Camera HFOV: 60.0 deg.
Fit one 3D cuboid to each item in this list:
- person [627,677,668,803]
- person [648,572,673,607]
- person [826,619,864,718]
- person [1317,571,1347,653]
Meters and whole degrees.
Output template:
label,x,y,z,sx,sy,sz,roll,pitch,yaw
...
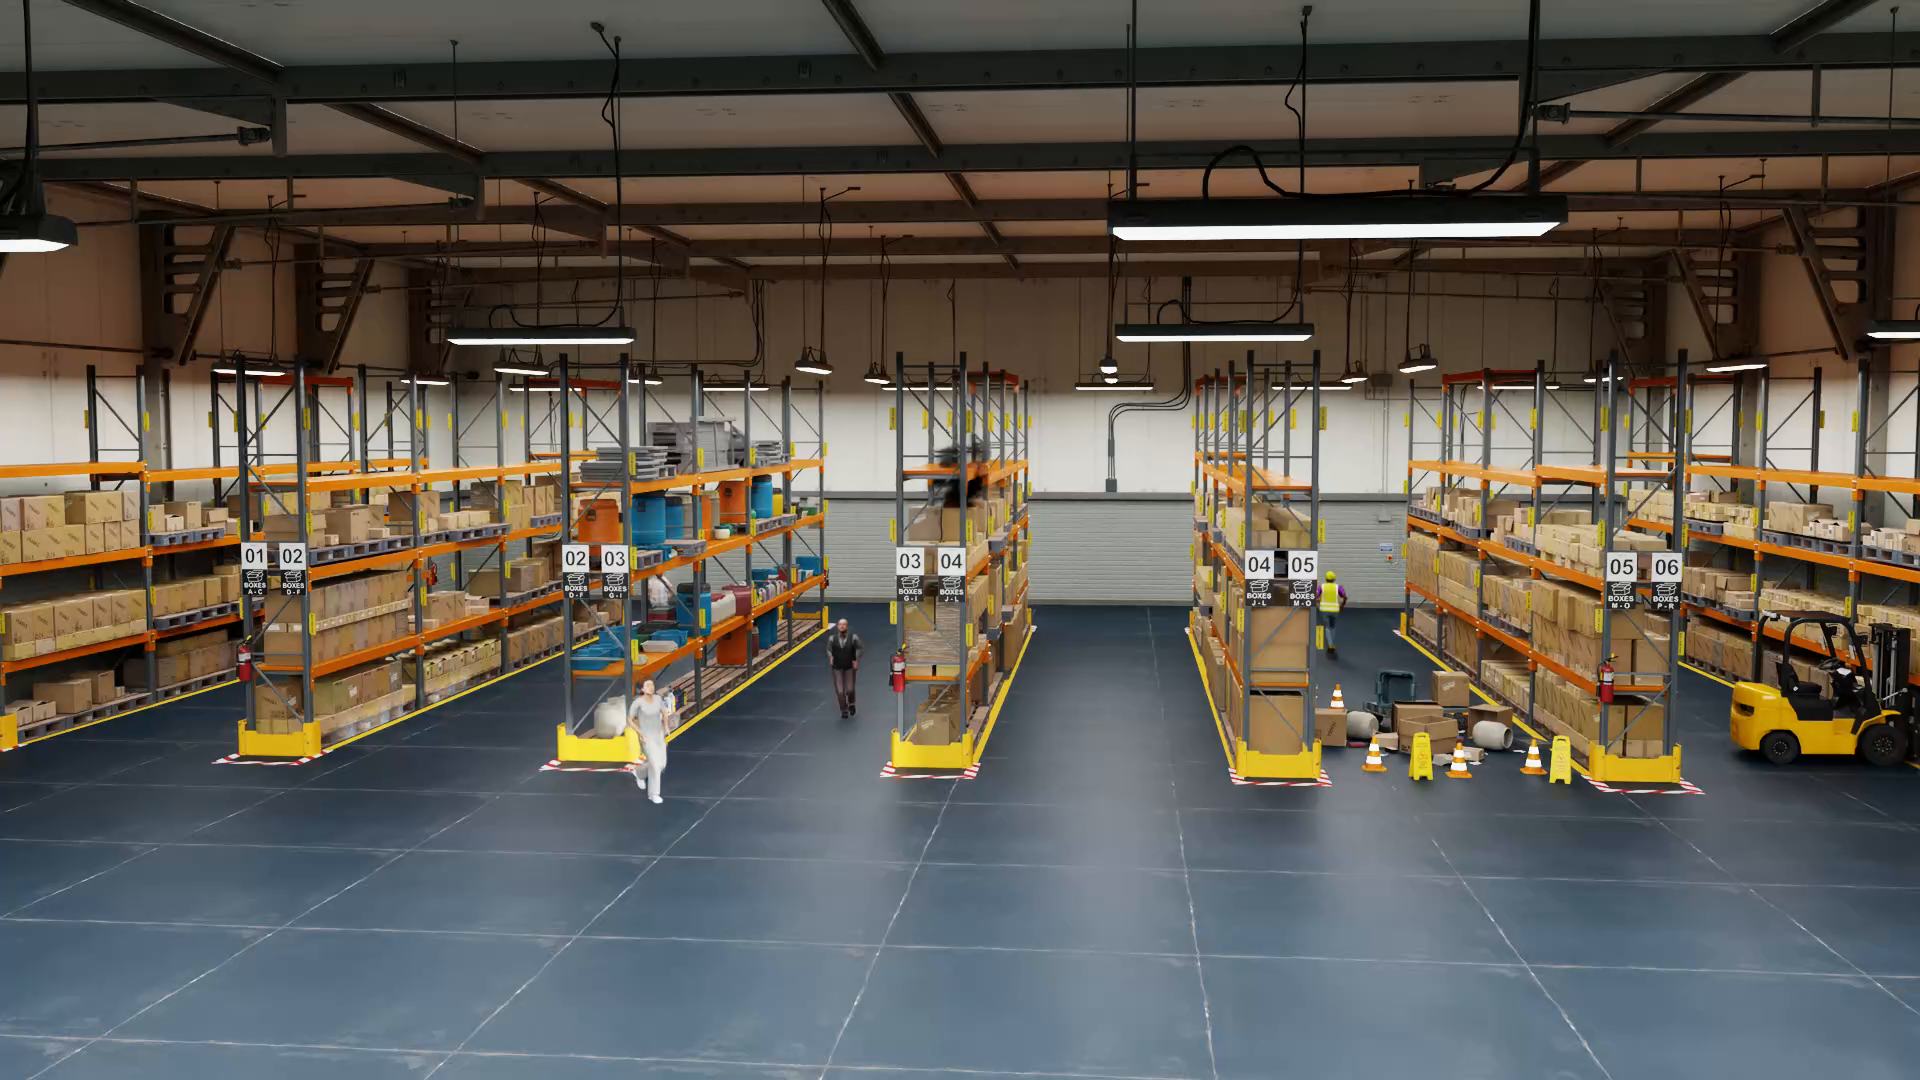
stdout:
label,x,y,z,sx,sy,sz,roll,pitch,yaw
person,-4.137,2.628,22.038,0.564,1.646,0.627,-4,6,-44
person,-6.984,1.464,38.648,0.645,1.666,0.646,-1,4,-10
person,-1.951,2.171,27.921,0.635,1.676,0.564,0,4,4
person,7.931,1.599,35.712,0.704,1.835,0.745,0,4,2
